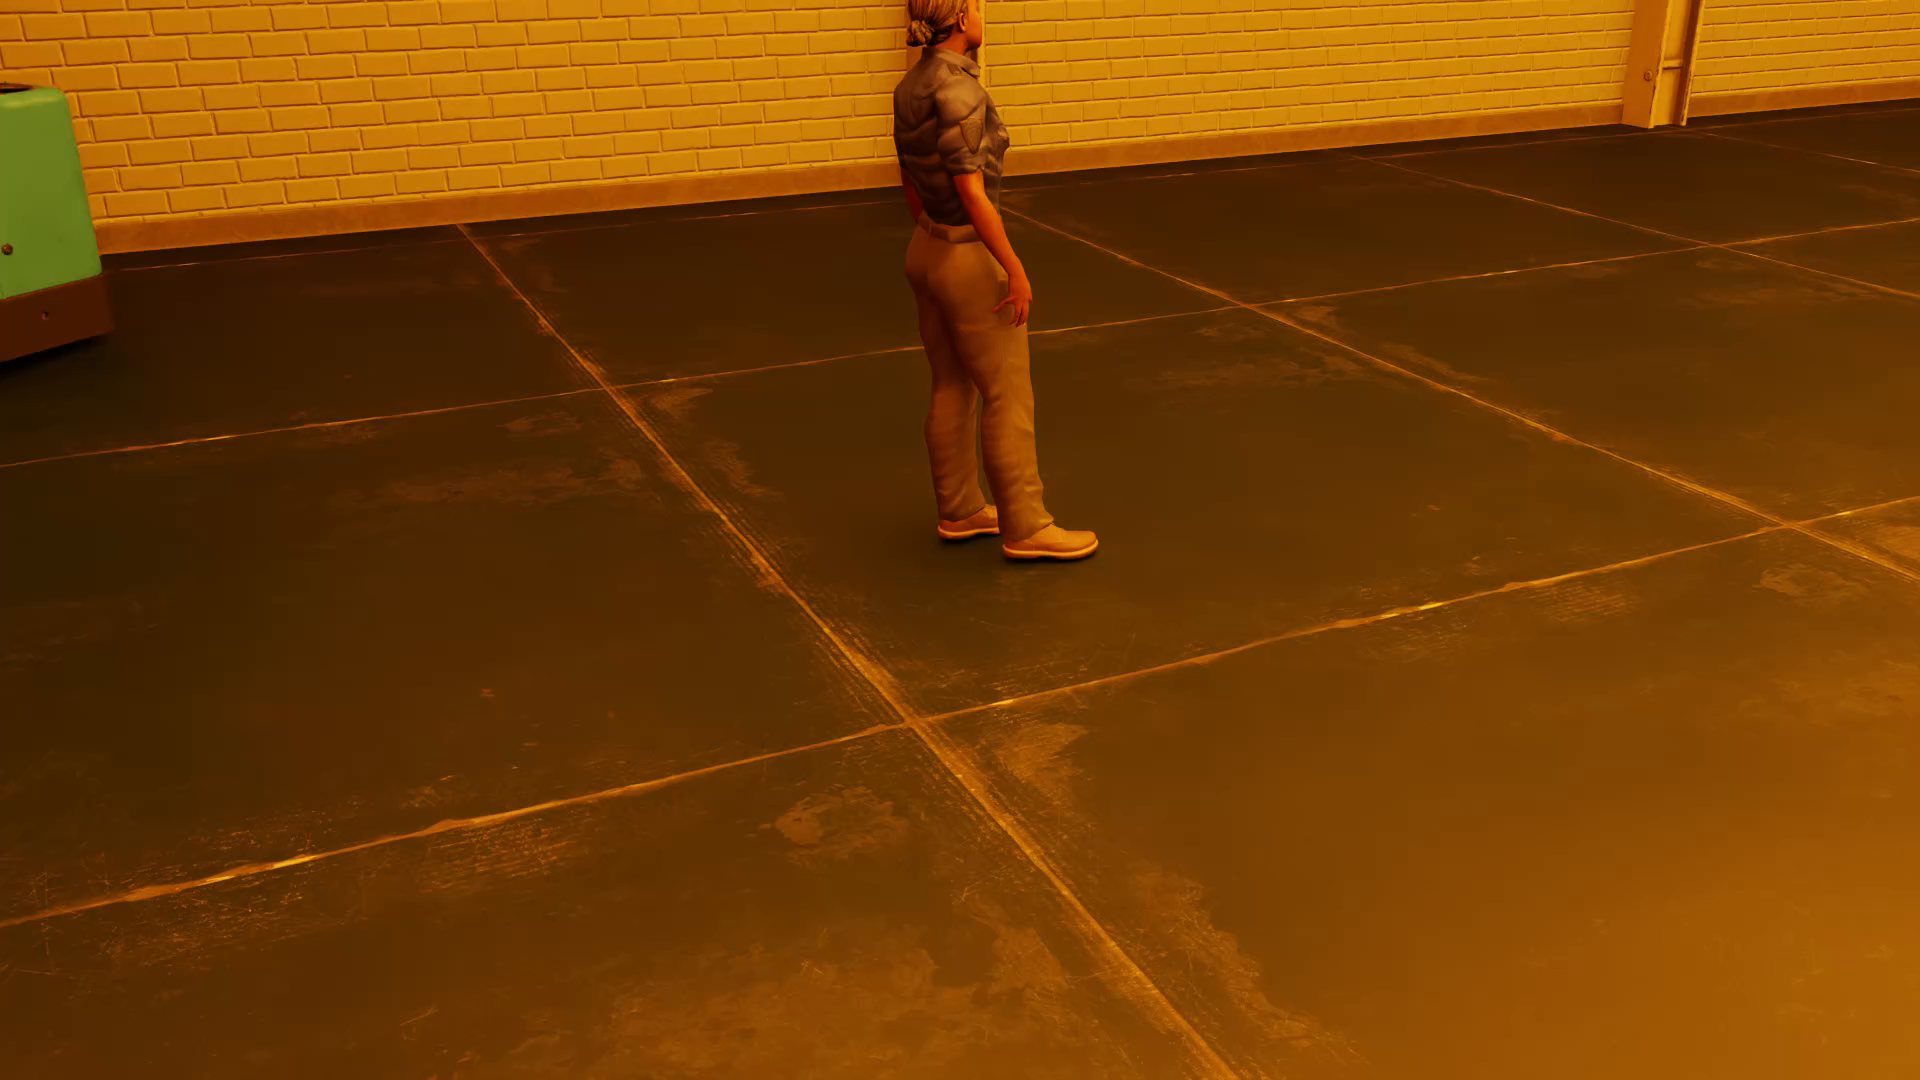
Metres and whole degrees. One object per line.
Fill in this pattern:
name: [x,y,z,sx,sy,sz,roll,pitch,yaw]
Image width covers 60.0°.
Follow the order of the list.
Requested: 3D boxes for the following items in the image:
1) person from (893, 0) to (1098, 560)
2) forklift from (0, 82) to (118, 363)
person: [0.088,-0.778,4.804,0.504,1.654,0.569,-10,25,-23]
forklift: [-5.149,-2.267,6.744,3.031,2.935,1.130,10,25,23]
